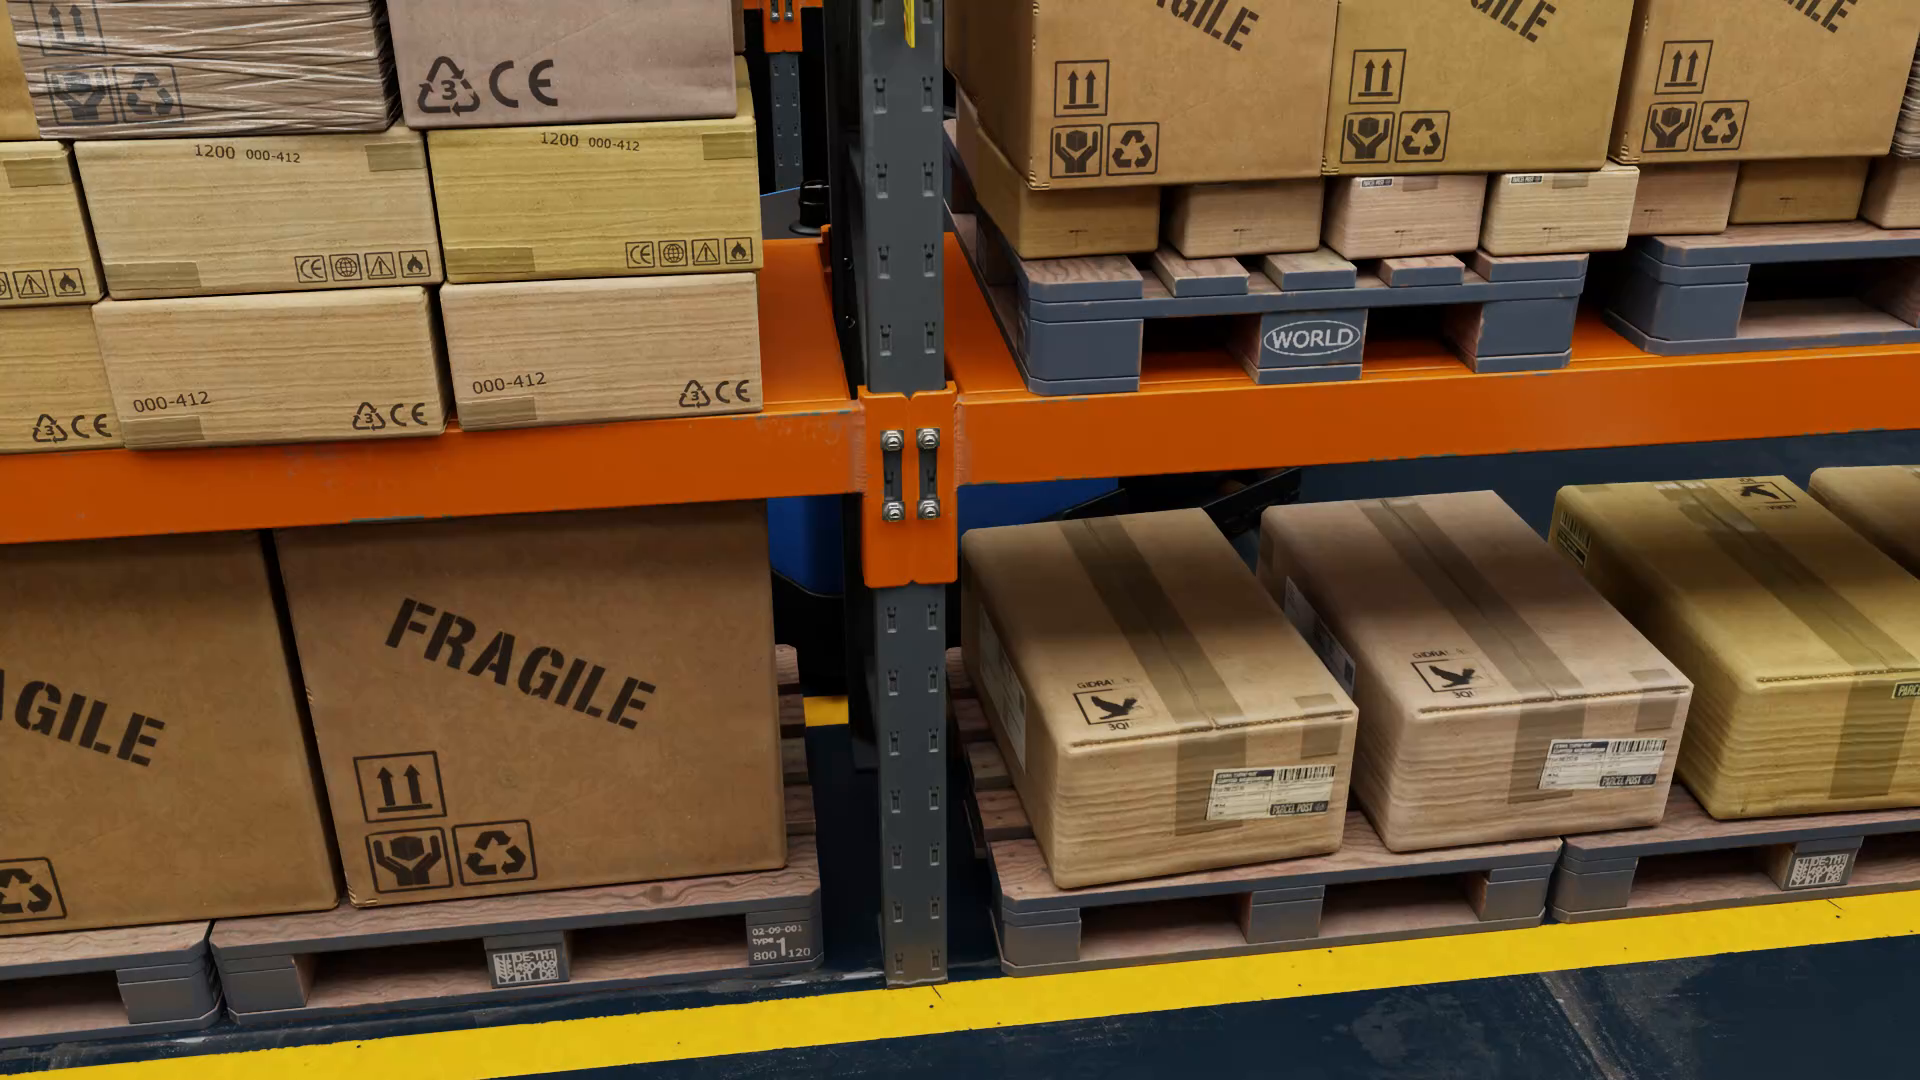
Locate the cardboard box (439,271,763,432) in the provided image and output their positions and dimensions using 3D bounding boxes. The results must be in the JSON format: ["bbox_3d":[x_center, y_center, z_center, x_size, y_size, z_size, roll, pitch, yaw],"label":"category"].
[{"bbox_3d":[-0.622,-0.418,2.943,0.500,0.250,0.500,-5,28,-9],"label":"cardboard box"}]

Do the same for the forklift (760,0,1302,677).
[{"bbox_3d":[0.476,-1.489,4.941,3.031,2.935,1.130,-21,34,-35],"label":"forklift"}]

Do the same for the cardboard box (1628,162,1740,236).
[{"bbox_3d":[1.255,-0.704,3.152,0.250,0.149,0.380,-2,27,-4],"label":"cardboard box"}]

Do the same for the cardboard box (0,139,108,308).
[{"bbox_3d":[-1.613,-0.568,2.688,0.500,0.250,0.500,-4,27,-8],"label":"cardboard box"}]

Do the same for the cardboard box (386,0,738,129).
[{"bbox_3d":[-0.633,-0.972,2.655,0.500,0.500,0.500,-4,27,-9],"label":"cardboard box"}]

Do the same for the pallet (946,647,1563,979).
[{"bbox_3d":[0.616,0.557,3.933,1.213,0.211,1.003,-4,27,-7],"label":"pallet"}]

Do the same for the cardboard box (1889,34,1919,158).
[{"bbox_3d":[1.857,-1.023,3.063,0.500,0.500,0.500,-5,28,-9],"label":"cardboard box"}]

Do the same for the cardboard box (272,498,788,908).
[{"bbox_3d":[-0.853,0.131,3.577,0.875,0.875,0.875,-4,27,-8],"label":"cardboard box"}]

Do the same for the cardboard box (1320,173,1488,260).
[{"bbox_3d":[0.752,-0.645,3.037,0.250,0.149,0.380,-5,28,-10],"label":"cardboard box"}]

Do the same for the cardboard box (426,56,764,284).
[{"bbox_3d":[-0.602,-0.644,2.837,0.500,0.250,0.500,-4,27,-7],"label":"cardboard box"}]

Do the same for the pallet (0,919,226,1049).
[{"bbox_3d":[-2.154,0.699,3.657,1.213,0.211,1.003,-4,27,-7],"label":"pallet"}]

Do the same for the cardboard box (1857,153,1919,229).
[{"bbox_3d":[1.797,-0.727,3.196,0.250,0.149,0.380,-3,27,-5],"label":"cardboard box"}]

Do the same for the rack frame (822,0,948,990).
[{"bbox_3d":[-0.158,-0.634,3.200,0.127,3.000,1.000,-4,27,-7],"label":"rack frame"}]

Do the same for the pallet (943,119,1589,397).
[{"bbox_3d":[0.533,-0.642,3.426,1.003,0.211,1.213,-4,27,-7],"label":"pallet"}]

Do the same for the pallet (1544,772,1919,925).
[{"bbox_3d":[1.822,0.481,4.081,1.213,0.211,1.003,-4,27,-7],"label":"pallet"}]

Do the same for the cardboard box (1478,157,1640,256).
[{"bbox_3d":[1.027,-0.653,3.053,0.250,0.149,0.380,-4,27,-7],"label":"cardboard box"}]

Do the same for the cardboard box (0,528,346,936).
[{"bbox_3d":[-1.737,0.185,3.470,0.875,0.875,0.875,-3,27,-6],"label":"cardboard box"}]

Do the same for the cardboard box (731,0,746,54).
[{"bbox_3d":[-0.680,-1.203,3.104,0.500,0.500,0.500,-5,28,-9],"label":"cardboard box"}]

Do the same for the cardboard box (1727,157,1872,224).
[{"bbox_3d":[1.529,-0.740,3.221,0.250,0.149,0.380,-3,27,-5],"label":"cardboard box"}]

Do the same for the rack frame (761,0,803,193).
[{"bbox_3d":[-0.853,-2.878,7.573,0.127,3.000,1.000,-4,27,-7],"label":"rack frame"}]

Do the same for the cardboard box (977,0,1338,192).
[{"bbox_3d":[0.320,-0.922,2.866,0.500,0.500,0.500,-4,27,-9],"label":"cardboard box"}]

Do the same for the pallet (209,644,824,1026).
[{"bbox_3d":[-0.949,0.622,3.806,1.213,0.211,1.003,-4,27,-7],"label":"pallet"}]

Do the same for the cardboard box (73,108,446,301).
[{"bbox_3d":[-1.109,-0.610,2.770,0.500,0.250,0.500,-4,27,-8],"label":"cardboard box"}]

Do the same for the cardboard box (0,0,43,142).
[{"bbox_3d":[-1.633,-0.908,2.528,0.500,0.500,0.500,-4,27,-7],"label":"cardboard box"}]

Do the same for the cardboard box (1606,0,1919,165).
[{"bbox_3d":[1.360,-0.995,3.008,0.500,0.500,0.500,-3,27,-6],"label":"cardboard box"}]

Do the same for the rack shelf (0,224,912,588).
[{"bbox_3d":[-2.138,-0.187,3.117,4.000,0.370,1.077,-4,27,-7],"label":"rack shelf"}]

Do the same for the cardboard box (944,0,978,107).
[{"bbox_3d":[0.254,-1.153,3.315,0.500,0.500,0.500,-4,27,-9],"label":"cardboard box"}]

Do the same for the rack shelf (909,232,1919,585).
[{"bbox_3d":[1.823,-0.441,3.613,4.000,0.370,1.077,-4,27,-7],"label":"rack shelf"}]

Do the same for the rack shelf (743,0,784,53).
[{"bbox_3d":[-2.833,-2.431,7.489,4.000,0.370,1.077,-4,27,-7],"label":"rack shelf"}]

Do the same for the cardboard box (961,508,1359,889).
[{"bbox_3d":[0.403,0.317,3.766,0.625,0.372,0.950,-5,28,-11],"label":"cardboard box"}]

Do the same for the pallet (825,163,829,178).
[{"bbox_3d":[-0.032,-1.672,8.277,1.213,0.211,1.003,-4,27,-7],"label":"pallet"}]

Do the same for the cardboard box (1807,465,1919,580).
[{"bbox_3d":[2.573,0.175,4.041,0.625,0.372,0.950,-2,27,-4],"label":"cardboard box"}]

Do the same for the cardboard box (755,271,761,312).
[{"bbox_3d":[-0.677,-0.650,3.396,0.500,0.250,0.500,-4,27,-8],"label":"cardboard box"}]

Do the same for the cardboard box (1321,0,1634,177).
[{"bbox_3d":[0.835,-0.958,2.937,0.500,0.500,0.500,-2,27,-4],"label":"cardboard box"}]

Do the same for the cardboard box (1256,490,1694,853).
[{"bbox_3d":[1.133,0.266,3.864,0.625,0.372,0.950,-4,27,-8],"label":"cardboard box"}]

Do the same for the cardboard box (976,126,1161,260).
[{"bbox_3d":[0.190,-0.646,3.038,0.250,0.149,0.380,-5,28,-10],"label":"cardboard box"}]

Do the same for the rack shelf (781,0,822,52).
[{"bbox_3d":[1.128,-2.685,7.985,4.000,0.370,1.077,-4,27,-7],"label":"rack shelf"}]

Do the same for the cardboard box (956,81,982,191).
[{"bbox_3d":[0.134,-0.837,3.410,0.250,0.149,0.380,-3,27,-5],"label":"cardboard box"}]

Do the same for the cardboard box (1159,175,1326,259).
[{"bbox_3d":[0.475,-0.649,3.044,0.250,0.149,0.380,-5,28,-10],"label":"cardboard box"}]

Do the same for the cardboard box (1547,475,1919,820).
[{"bbox_3d":[1.885,0.220,3.953,0.625,0.372,0.950,-3,27,-5],"label":"cardboard box"}]

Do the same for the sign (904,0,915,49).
[{"bbox_3d":[-0.077,-0.899,2.447,0.005,0.325,0.100,-4,27,-7],"label":"sign"}]

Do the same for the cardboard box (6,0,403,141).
[{"bbox_3d":[-1.140,-0.936,2.584,0.500,0.500,0.500,-3,27,-6],"label":"cardboard box"}]

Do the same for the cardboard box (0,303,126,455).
[{"bbox_3d":[-1.627,-0.354,2.818,0.500,0.250,0.500,-4,27,-8],"label":"cardboard box"}]

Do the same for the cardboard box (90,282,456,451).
[{"bbox_3d":[-1.126,-0.378,2.866,0.500,0.250,0.500,-3,27,-6],"label":"cardboard box"}]

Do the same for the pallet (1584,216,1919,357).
[{"bbox_3d":[1.797,-0.693,3.526,1.213,0.211,1.003,-4,27,-7],"label":"pallet"}]
